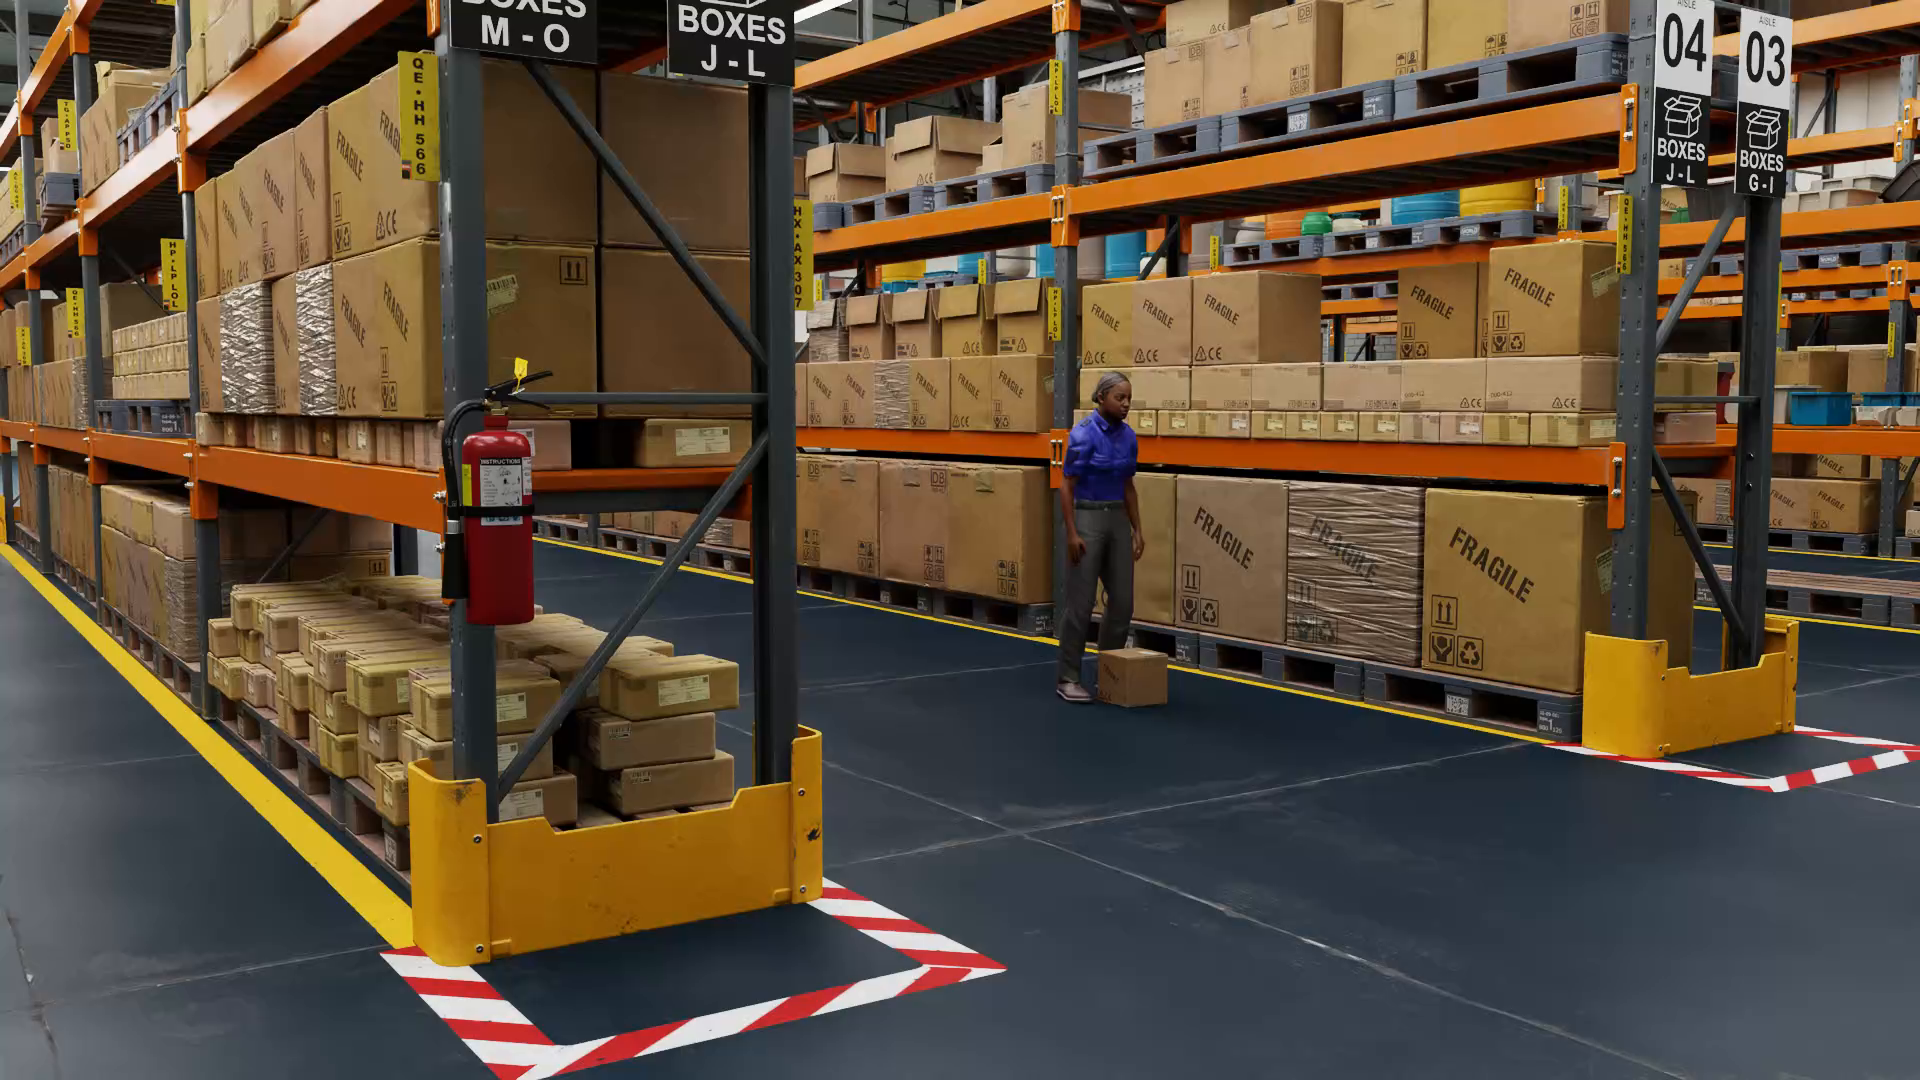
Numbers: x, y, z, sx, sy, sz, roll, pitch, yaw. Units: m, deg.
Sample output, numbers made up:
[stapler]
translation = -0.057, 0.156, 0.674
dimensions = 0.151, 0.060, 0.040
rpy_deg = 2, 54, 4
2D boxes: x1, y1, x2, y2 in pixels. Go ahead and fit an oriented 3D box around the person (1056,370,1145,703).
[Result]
[person]
translation = 0.712, -0.028, 8.439
dimensions = 0.530, 1.656, 0.347
rpy_deg = -3, 6, -36
